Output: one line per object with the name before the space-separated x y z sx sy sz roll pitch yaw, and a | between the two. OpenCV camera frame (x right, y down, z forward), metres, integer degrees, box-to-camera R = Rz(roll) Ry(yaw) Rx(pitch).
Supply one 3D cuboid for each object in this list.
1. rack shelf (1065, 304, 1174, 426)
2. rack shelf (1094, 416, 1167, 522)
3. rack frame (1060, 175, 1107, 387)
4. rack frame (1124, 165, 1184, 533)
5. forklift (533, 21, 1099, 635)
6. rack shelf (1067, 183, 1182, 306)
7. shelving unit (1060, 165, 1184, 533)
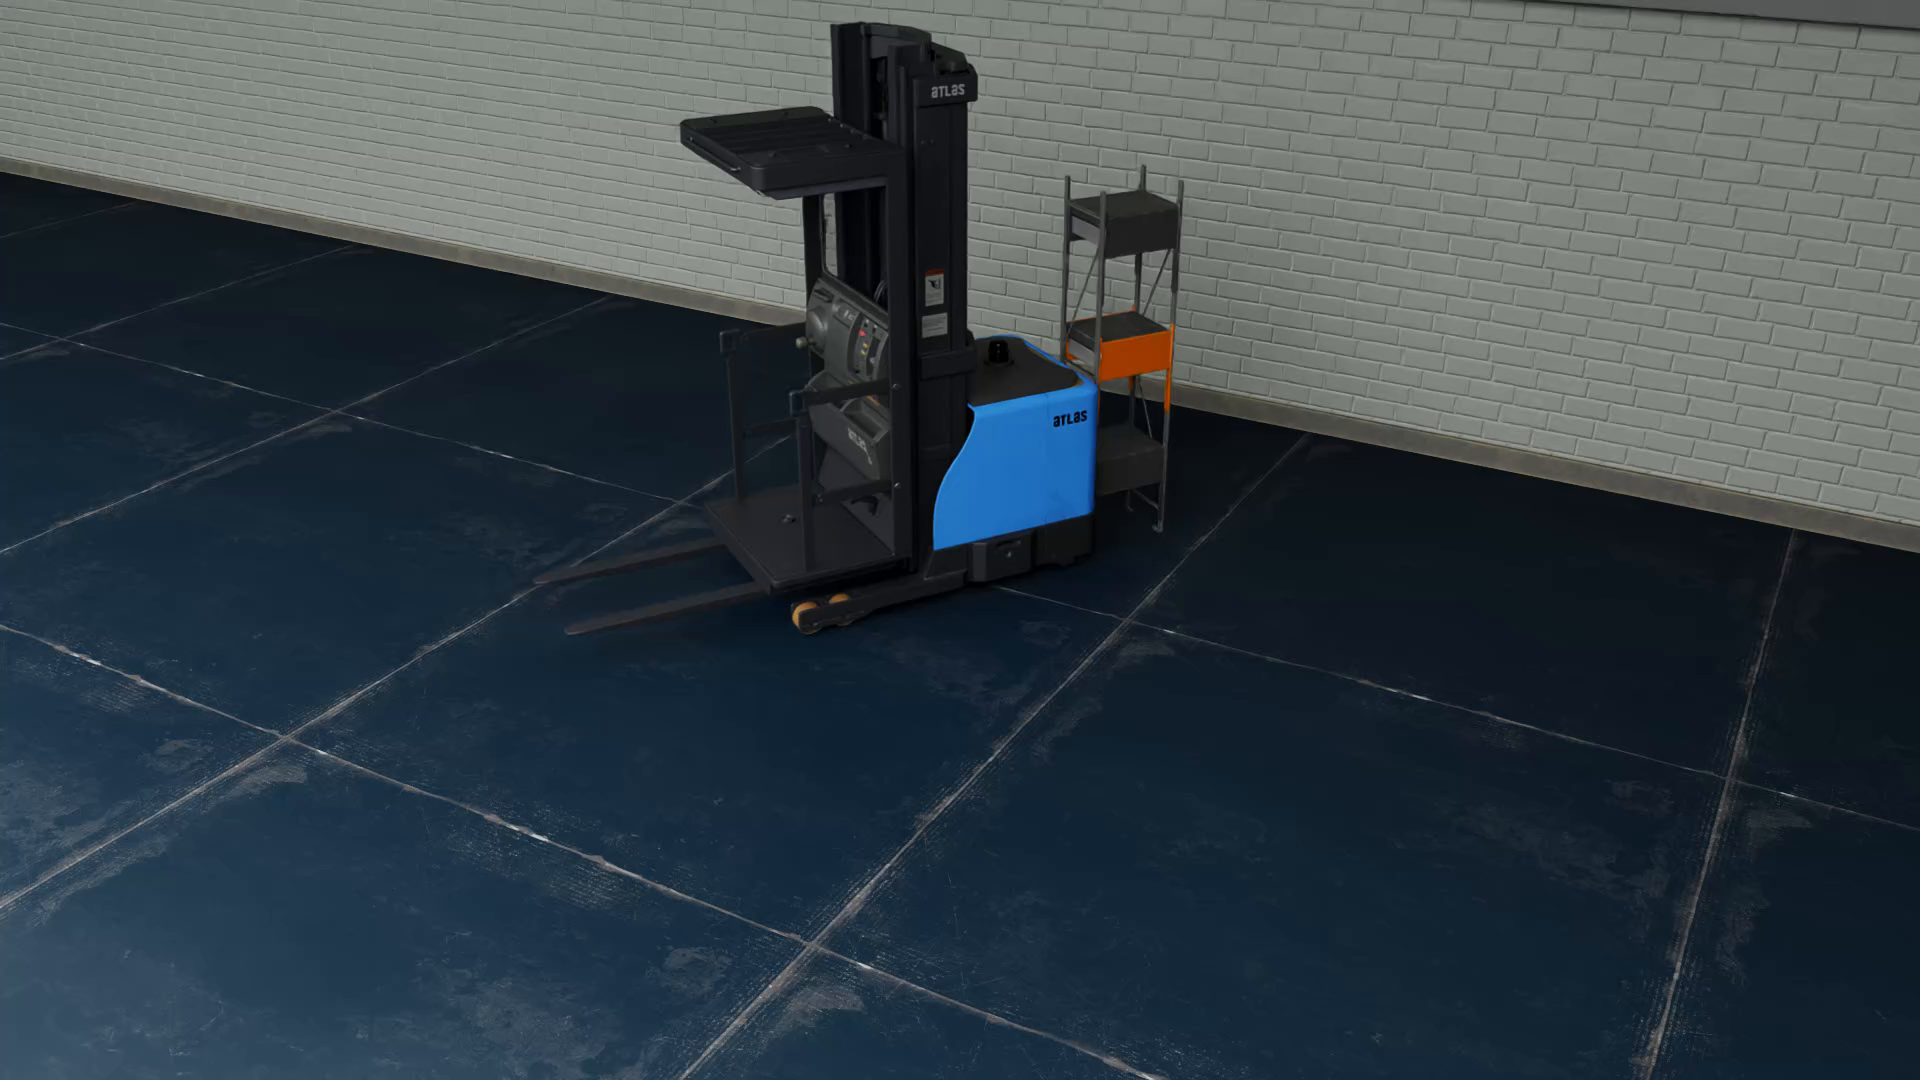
rack shelf | 0.885 -0.998 9.429 0.480 0.518 0.431 -13 29 -24
rack shelf | 0.885 -0.372 9.743 0.480 0.518 0.431 -13 29 -24
rack frame | 0.669 -0.960 9.322 0.015 2.100 0.400 -13 29 -24
rack frame | 1.102 -1.061 9.524 0.015 2.100 0.400 -13 29 -24
forklift | -0.776 -1.085 8.643 3.031 2.935 1.130 -13 29 -24
rack shelf | 0.885 -1.624 9.116 0.480 0.518 0.431 -13 29 -24
shelving unit | 0.885 -1.011 9.423 0.503 2.100 0.431 -13 29 -24
